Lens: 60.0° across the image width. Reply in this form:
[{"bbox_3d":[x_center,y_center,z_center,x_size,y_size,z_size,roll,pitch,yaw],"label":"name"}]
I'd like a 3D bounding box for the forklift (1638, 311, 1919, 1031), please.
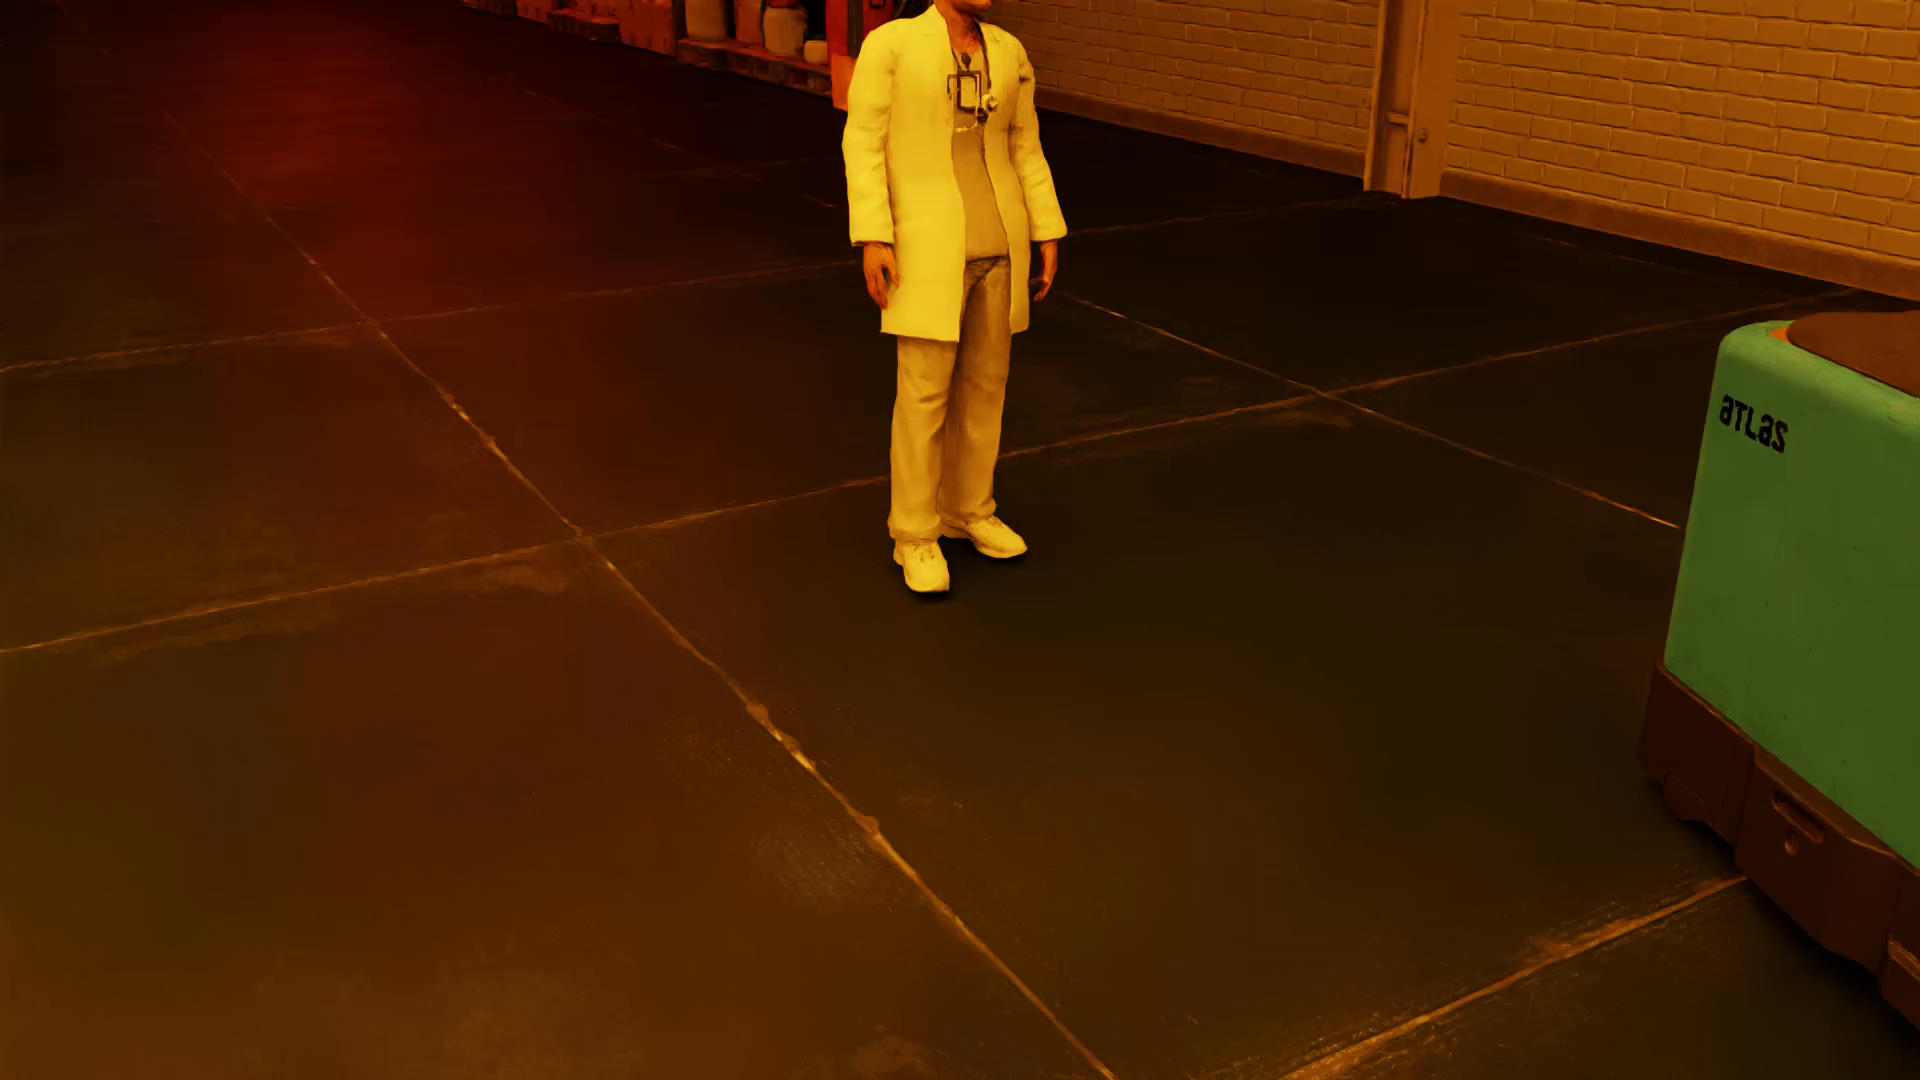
[{"bbox_3d":[2.291,-0.290,1.980,1.130,2.935,3.031,-4,23,-9],"label":"forklift"}]

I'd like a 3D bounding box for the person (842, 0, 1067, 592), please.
[{"bbox_3d":[0.042,-0.798,4.720,0.694,1.776,0.579,-12,25,-28],"label":"person"}]
